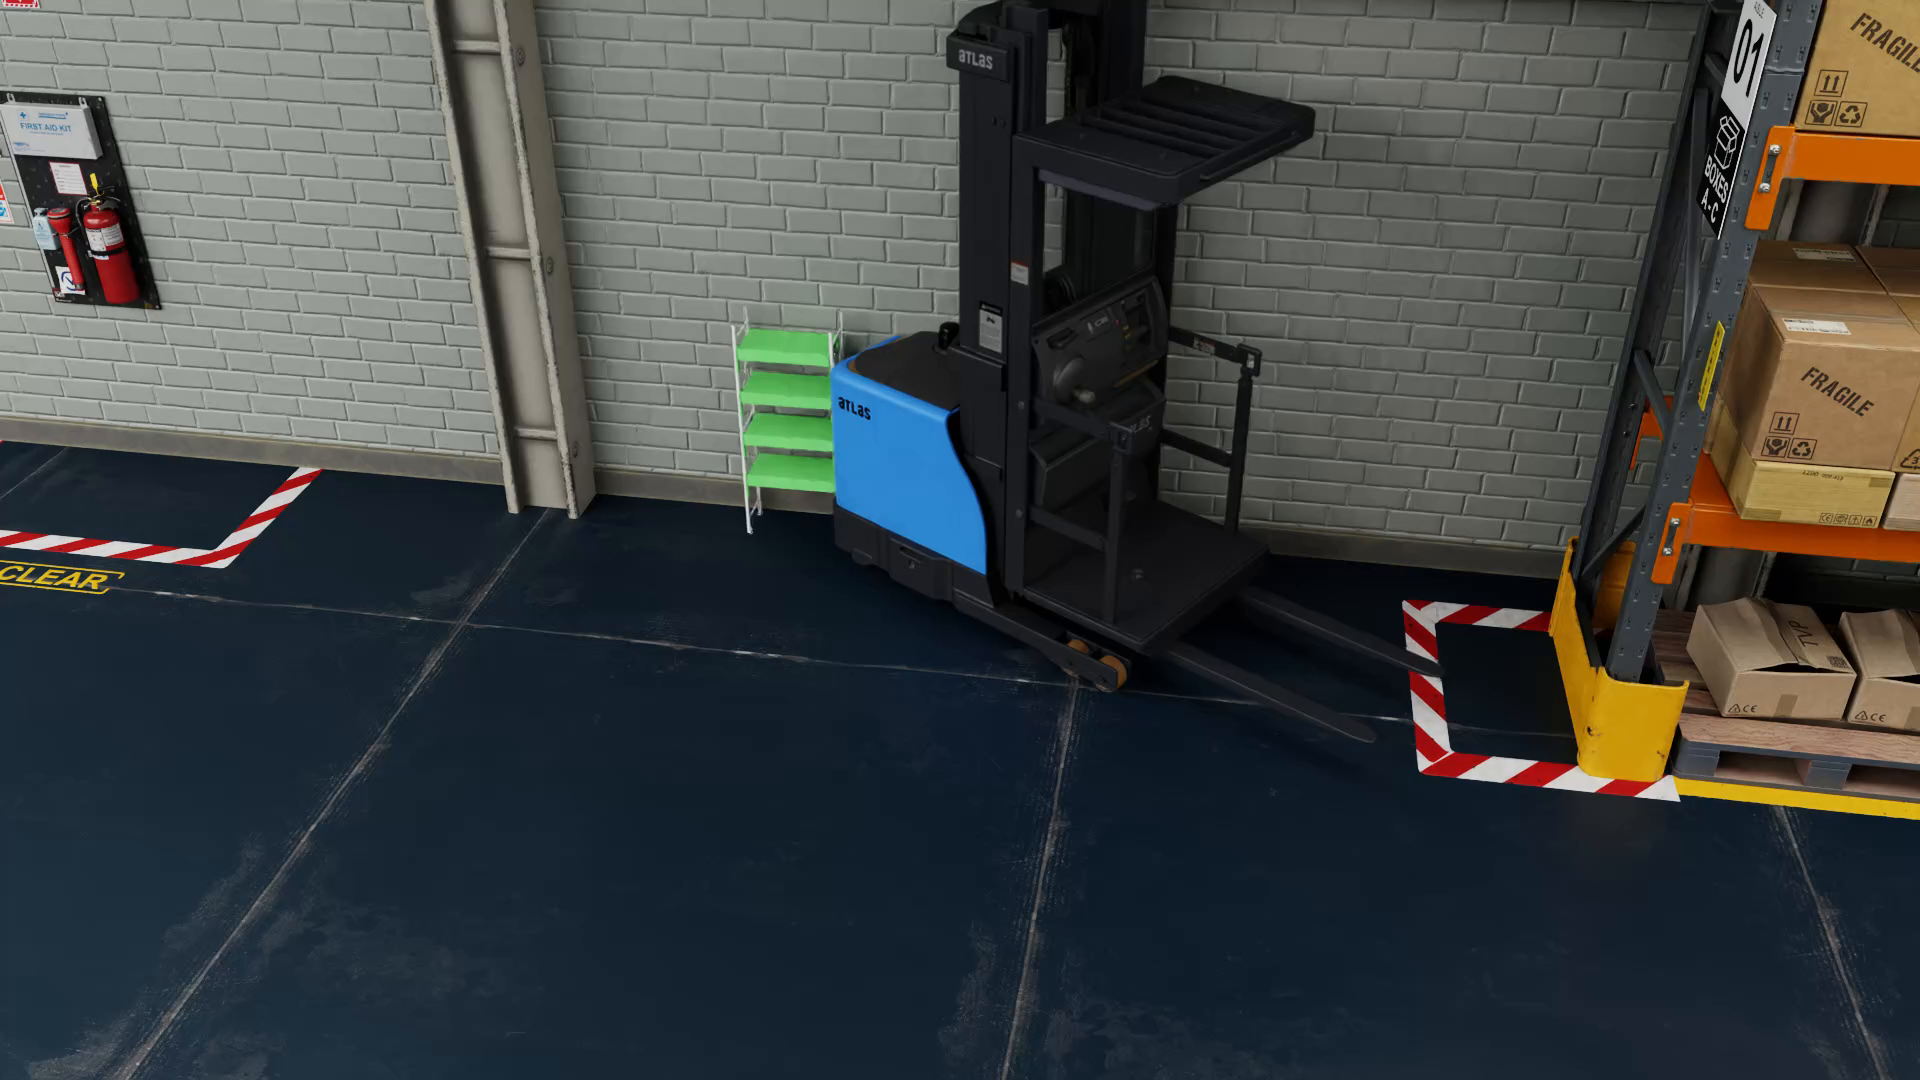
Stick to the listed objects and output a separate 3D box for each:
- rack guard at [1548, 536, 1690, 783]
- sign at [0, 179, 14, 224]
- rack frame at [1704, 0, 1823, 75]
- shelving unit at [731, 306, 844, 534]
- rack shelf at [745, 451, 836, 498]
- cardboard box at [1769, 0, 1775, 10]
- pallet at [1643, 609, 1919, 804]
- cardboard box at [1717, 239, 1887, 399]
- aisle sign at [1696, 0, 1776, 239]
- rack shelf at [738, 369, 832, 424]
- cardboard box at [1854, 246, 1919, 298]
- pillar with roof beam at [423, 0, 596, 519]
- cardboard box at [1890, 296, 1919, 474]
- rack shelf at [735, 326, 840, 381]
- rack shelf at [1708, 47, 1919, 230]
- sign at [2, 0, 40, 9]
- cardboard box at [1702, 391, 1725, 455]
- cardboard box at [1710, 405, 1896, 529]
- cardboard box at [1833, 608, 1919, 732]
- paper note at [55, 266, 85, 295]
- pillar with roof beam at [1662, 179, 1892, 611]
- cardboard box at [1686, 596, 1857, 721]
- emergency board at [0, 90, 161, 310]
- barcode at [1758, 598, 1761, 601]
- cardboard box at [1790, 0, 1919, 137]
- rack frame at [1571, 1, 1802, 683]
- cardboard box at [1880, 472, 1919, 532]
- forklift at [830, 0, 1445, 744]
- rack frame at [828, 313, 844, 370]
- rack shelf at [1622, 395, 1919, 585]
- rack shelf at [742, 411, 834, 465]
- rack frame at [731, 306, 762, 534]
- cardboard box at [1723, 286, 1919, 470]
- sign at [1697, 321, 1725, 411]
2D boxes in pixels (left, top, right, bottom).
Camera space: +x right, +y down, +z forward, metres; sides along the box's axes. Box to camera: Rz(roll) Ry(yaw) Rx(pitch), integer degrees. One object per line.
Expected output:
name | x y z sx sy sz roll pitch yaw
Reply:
rack guard | 2.934 0.508 7.467 0.348 0.500 1.175 5 32 8
sign | -5.177 -1.843 8.833 0.234 0.329 0.001 5 32 8
rack frame | 2.859 -3.101 5.223 0.127 3.000 1.000 5 32 8
shelving unit | -0.856 -0.583 8.550 0.503 1.200 0.258 5 32 8
rack shelf | -0.856 -0.325 8.711 0.480 0.148 0.258 5 32 8
cardboard box | 3.313 -1.976 6.139 0.500 0.500 0.500 7 33 12
pallet | 3.729 0.721 7.398 1.213 0.211 1.003 5 32 8
cardboard box | 3.359 -0.890 6.761 0.500 0.500 0.500 5 32 8
aisle sign | 2.738 -1.510 5.885 0.004 0.787 0.394 5 32 8
rack shelf | -0.856 -0.732 8.457 0.480 0.148 0.258 5 32 8
cardboard box | 3.854 -0.840 6.681 0.500 0.500 0.500 6 32 9
pillar with roof beam | -2.944 -1.775 3.105 0.400 9.000 9.100 5 32 8
cardboard box | 3.764 -0.572 6.252 0.500 0.500 0.500 5 32 8
rack shelf | -0.856 -0.936 8.329 0.480 0.148 0.258 5 32 8
rack shelf | 4.830 -1.346 5.925 4.000 0.370 1.077 5 32 8
sign | -4.641 -2.760 8.147 0.199 0.298 0.001 5 32 8
cardboard box | 3.352 -0.563 6.945 0.500 0.250 0.500 6 32 9
cardboard box | 3.287 -0.294 6.514 0.500 0.250 0.500 4 32 7
cardboard box | 4.088 0.555 7.156 0.500 0.311 0.500 8 33 12
paper note | -4.812 -1.403 8.994 0.142 0.148 0.016 5 32 8
pillar with roof beam | 2.970 -1.240 2.249 0.400 9.000 9.100 5 32 8
cardboard box | 3.526 0.504 7.238 0.500 0.311 0.500 2 32 3
emergency board | -4.650 -1.724 8.678 0.643 1.169 0.194 5 32 8
barcode | 3.611 0.292 7.567 0.075 0.075 0.001 5 32 8
cardboard box | 3.146 -1.720 5.731 0.500 0.500 0.500 6 33 9
rack frame | 2.859 -0.558 6.815 0.127 3.000 1.000 5 32 8
cardboard box | 3.801 -0.255 6.452 0.500 0.250 0.500 4 32 7
forklift | 0.796 -0.860 7.361 3.031 2.935 1.130 25 40 34
rack frame | -0.615 -0.562 8.517 0.015 1.200 0.240 5 32 8
rack shelf | 4.830 -0.075 6.720 4.000 0.370 1.077 5 32 8
rack shelf | -0.856 -0.529 8.584 0.480 0.148 0.258 5 32 8
rack frame | -1.097 -0.603 8.583 0.015 1.200 0.240 5 32 8
cardboard box | 3.279 -0.621 6.331 0.500 0.500 0.500 5 32 8
sign | 2.768 -0.641 6.132 0.005 0.325 0.100 5 32 8
